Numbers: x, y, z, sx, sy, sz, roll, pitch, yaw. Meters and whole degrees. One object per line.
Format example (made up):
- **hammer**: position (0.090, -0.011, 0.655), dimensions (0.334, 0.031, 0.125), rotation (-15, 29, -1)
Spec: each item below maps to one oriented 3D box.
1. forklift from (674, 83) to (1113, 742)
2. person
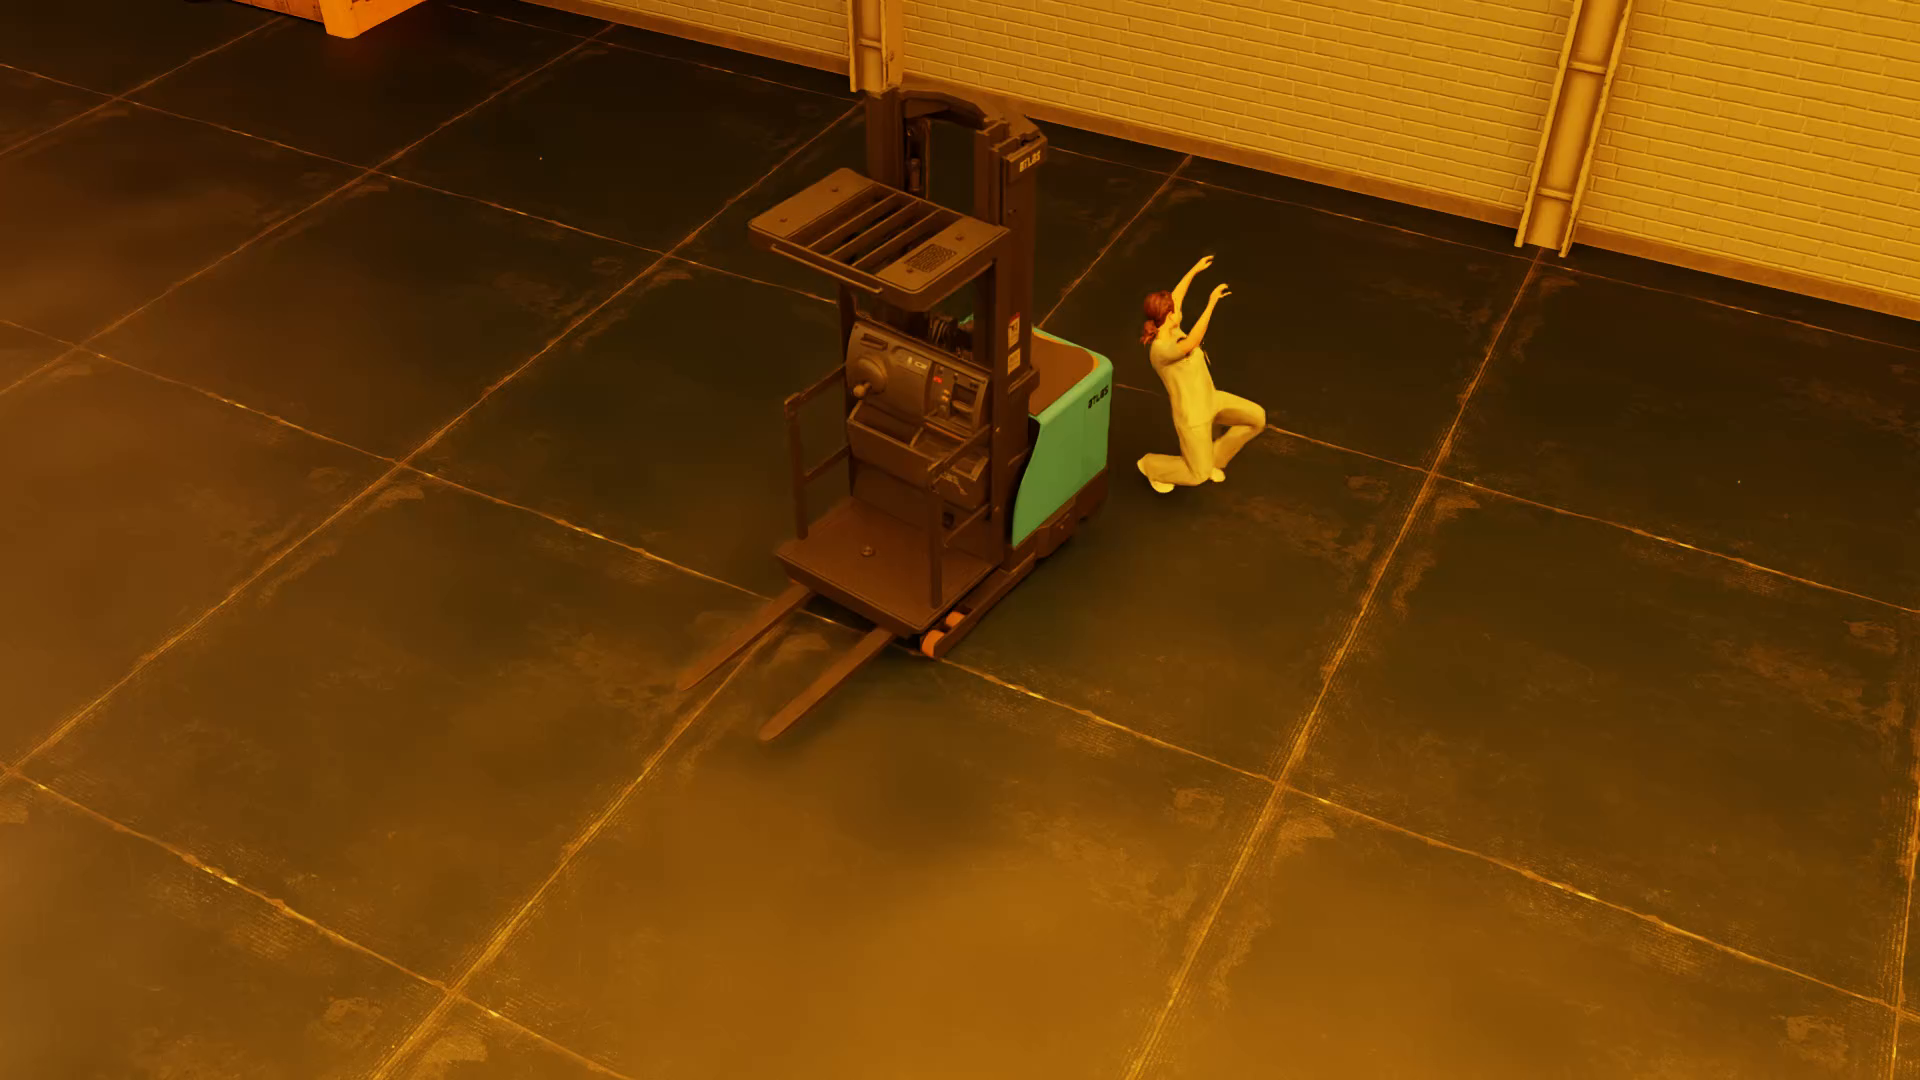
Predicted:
- **forklift**: position (-0.365, -0.806, 8.943), dimensions (1.130, 2.935, 3.031), rotation (26, 47, 28)
- **person**: position (1.541, -1.025, 10.297), dimensions (0.802, 1.555, 0.980), rotation (16, 43, 18)
